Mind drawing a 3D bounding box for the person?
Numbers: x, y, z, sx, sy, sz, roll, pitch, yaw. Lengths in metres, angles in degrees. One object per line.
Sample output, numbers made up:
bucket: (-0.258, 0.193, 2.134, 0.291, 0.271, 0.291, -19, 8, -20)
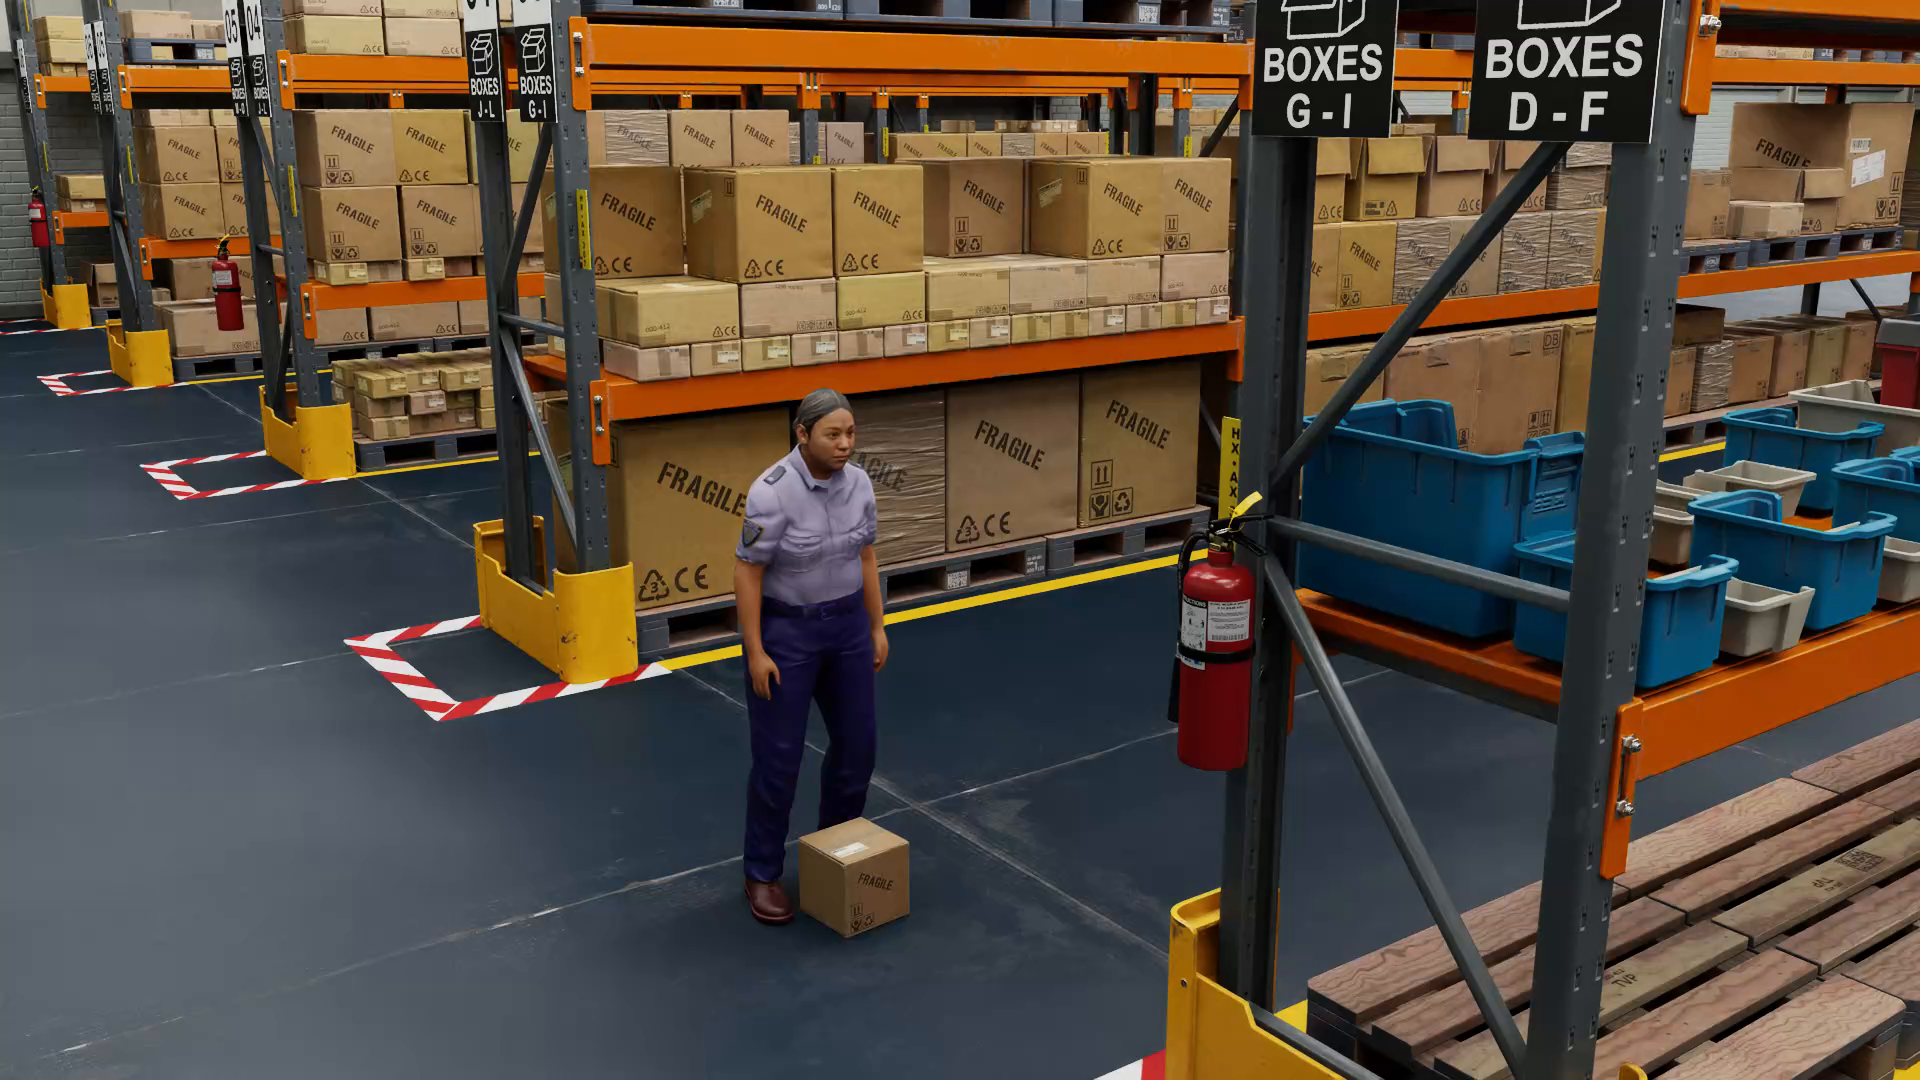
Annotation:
person: (-0.474, 0.335, 5.246, 0.564, 1.649, 0.369, -12, 19, -38)
